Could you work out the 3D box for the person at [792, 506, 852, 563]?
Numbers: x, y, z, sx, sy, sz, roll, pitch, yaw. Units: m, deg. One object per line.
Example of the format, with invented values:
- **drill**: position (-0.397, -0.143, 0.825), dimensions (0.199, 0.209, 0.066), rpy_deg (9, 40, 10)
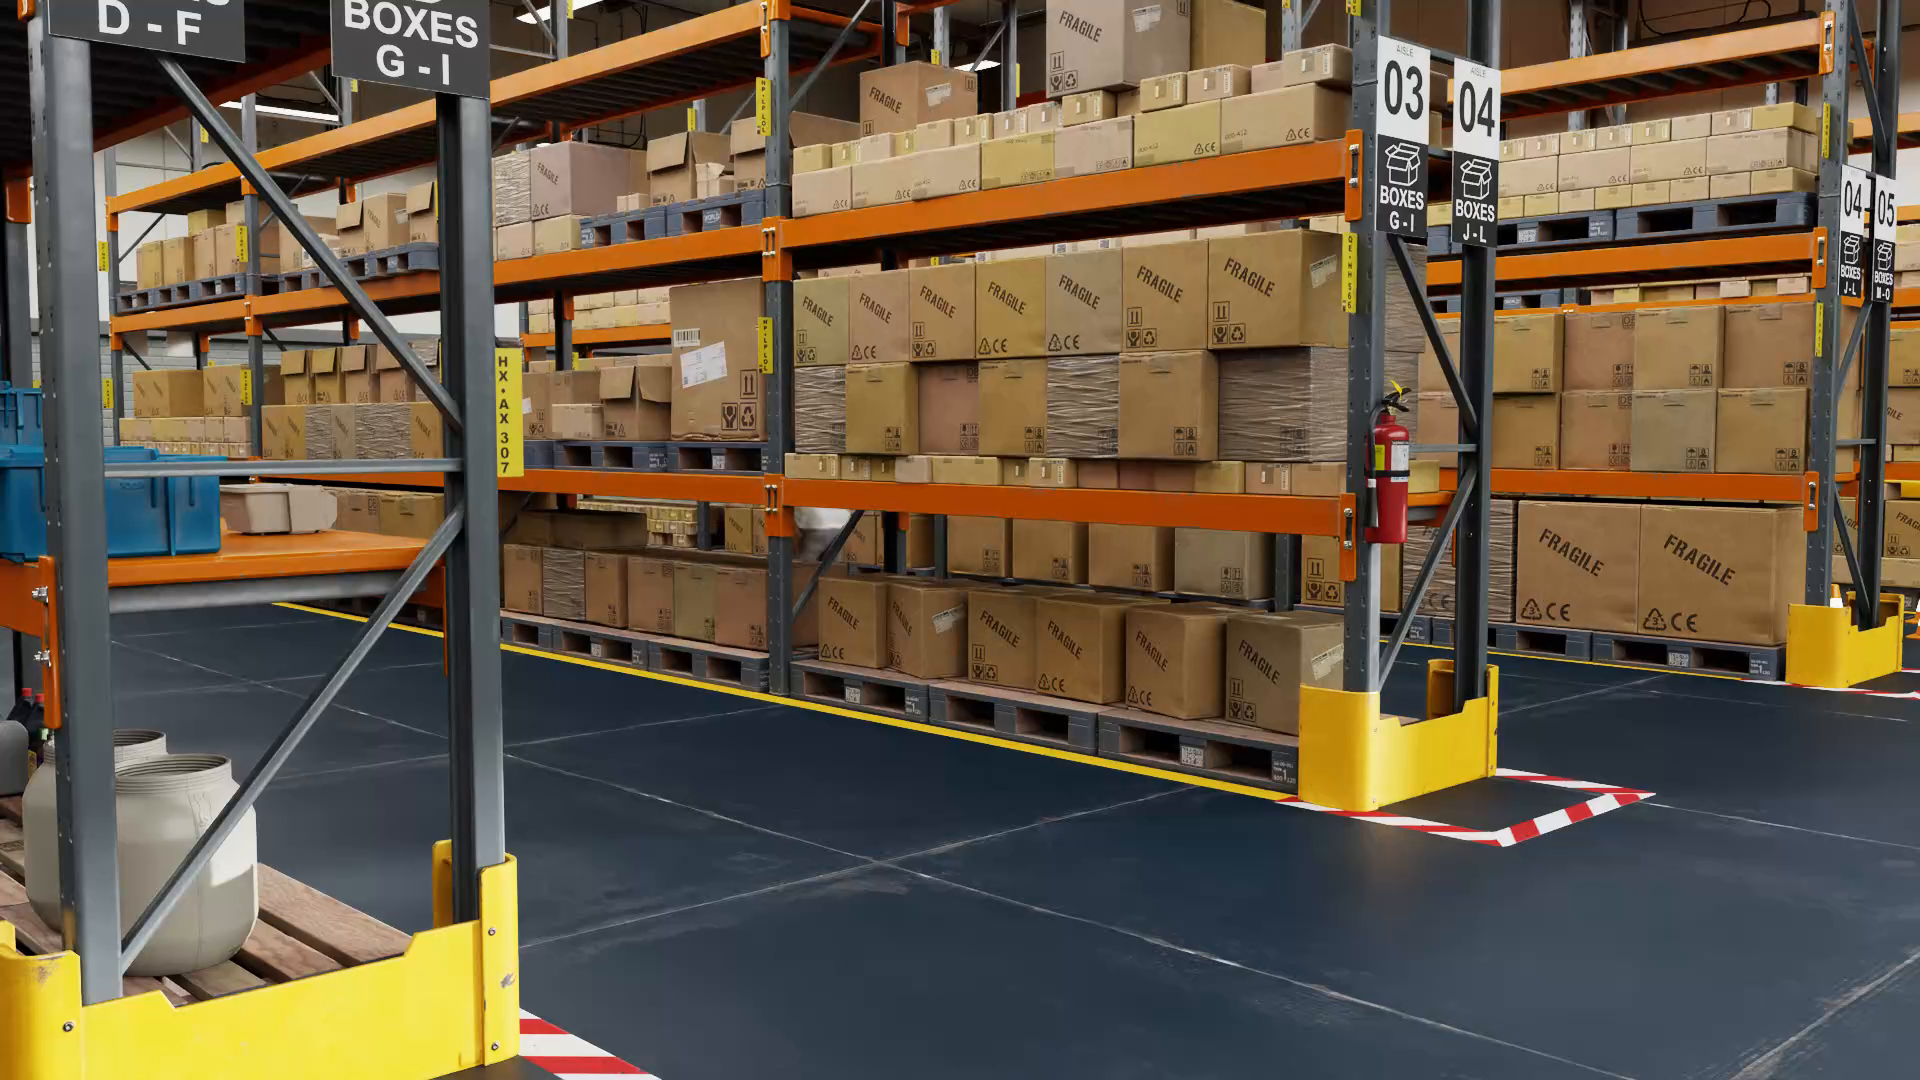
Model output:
- **person**: position (-1.106, -0.092, 12.580), dimensions (0.567, 1.695, 0.516), rpy_deg (-4, 5, -42)
